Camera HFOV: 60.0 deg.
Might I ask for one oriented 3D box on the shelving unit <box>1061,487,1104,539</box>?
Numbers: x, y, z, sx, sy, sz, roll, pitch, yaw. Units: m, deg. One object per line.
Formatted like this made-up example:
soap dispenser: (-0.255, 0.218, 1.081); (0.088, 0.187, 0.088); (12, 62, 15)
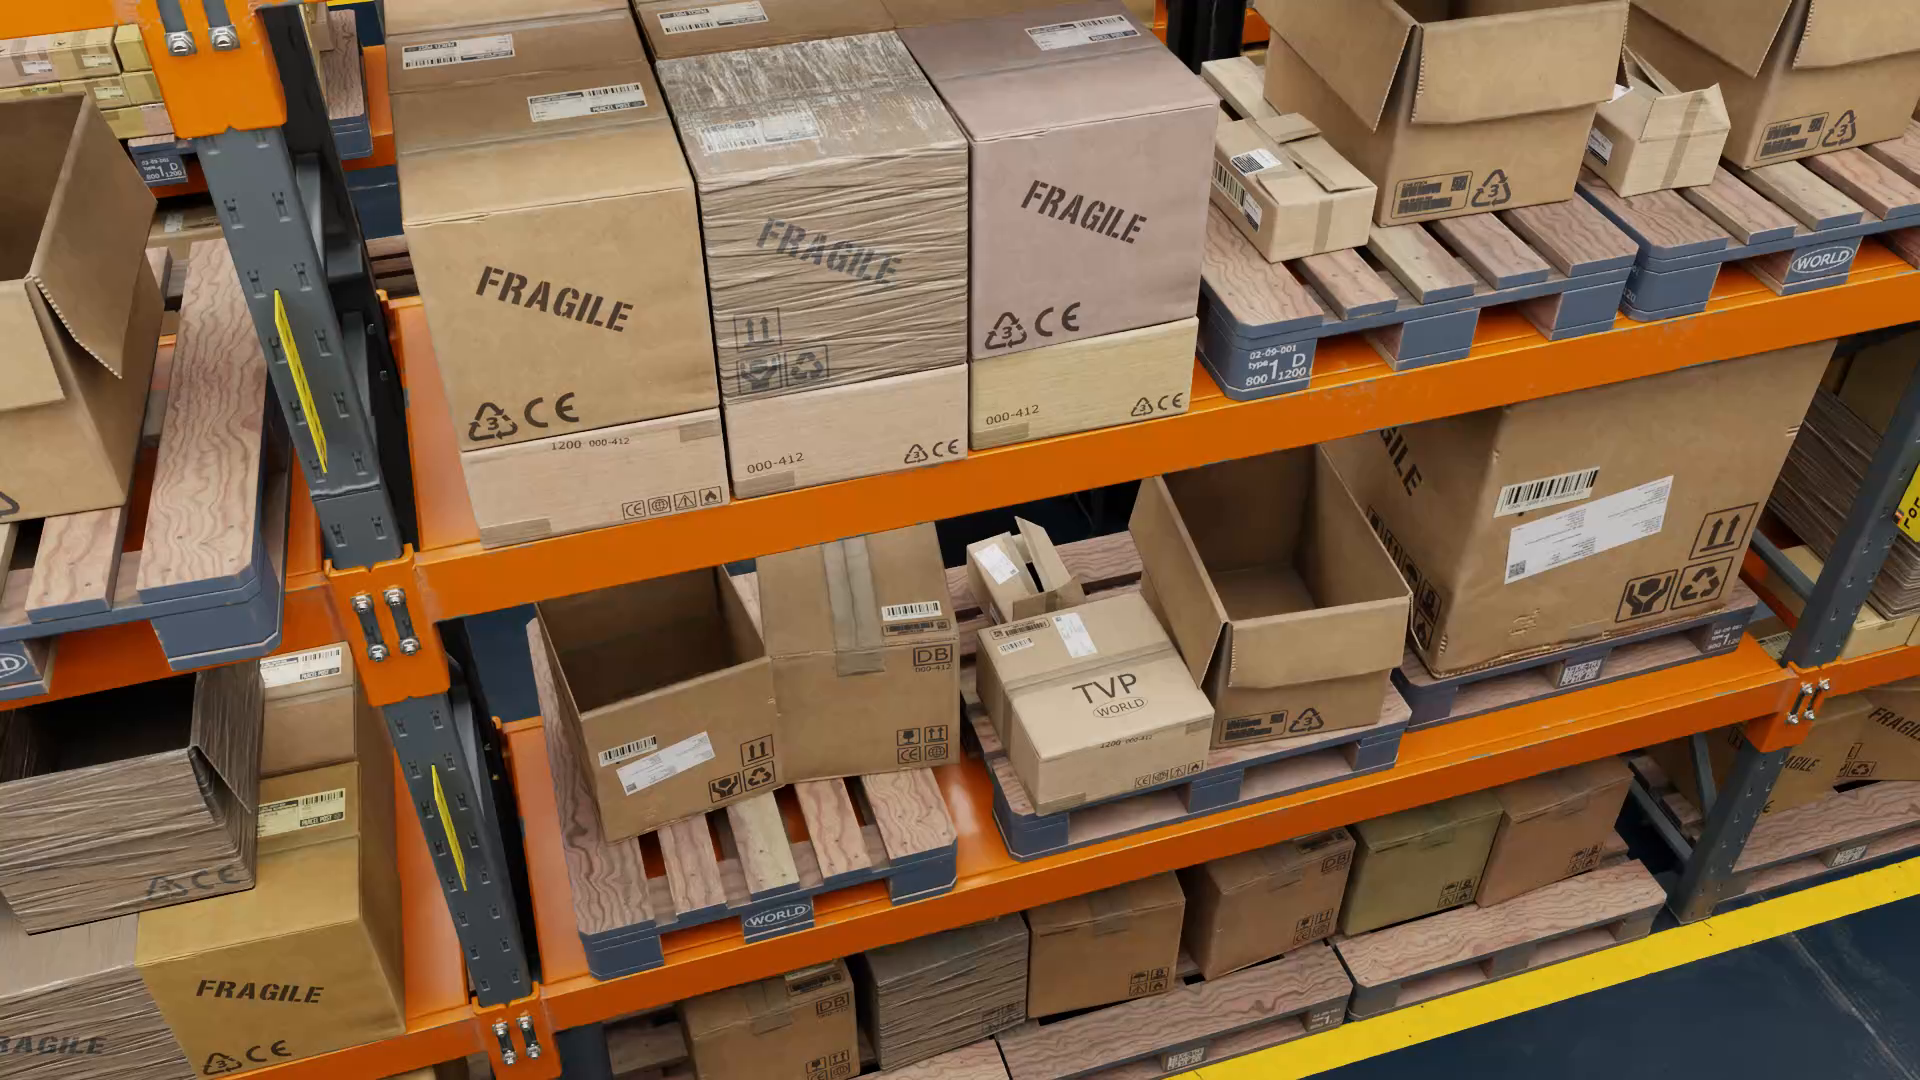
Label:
shelving unit: (0.057, -0.567, 7.109); (1.048, 1.500, 0.538); (-12, 43, -13)

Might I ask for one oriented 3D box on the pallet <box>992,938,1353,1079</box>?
pallet: (0.601, 1.390, 5.848); (1.213, 0.211, 1.003); (-12, 42, -13)

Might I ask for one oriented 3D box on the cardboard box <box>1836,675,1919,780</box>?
cardboard box: (3.447, 0.553, 6.268); (0.500, 0.500, 0.500); (1, 41, 1)

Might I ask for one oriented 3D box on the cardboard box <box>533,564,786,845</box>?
cardboard box: (-0.803, 0.404, 4.462); (0.500, 0.500, 0.500); (-17, 44, -18)

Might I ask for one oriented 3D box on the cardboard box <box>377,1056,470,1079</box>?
cardboard box: (-1.971, 1.497, 4.901); (0.875, 0.875, 1.225); (-14, 43, -15)

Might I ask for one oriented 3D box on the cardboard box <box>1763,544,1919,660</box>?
cardboard box: (2.804, 0.182, 5.302); (0.250, 0.149, 0.380); (-12, 42, -13)

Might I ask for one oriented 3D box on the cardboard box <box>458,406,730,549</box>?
cardboard box: (-0.782, -0.274, 3.468); (0.500, 0.250, 0.500); (-11, 42, -12)

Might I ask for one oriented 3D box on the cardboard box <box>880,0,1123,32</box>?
cardboard box: (0.036, -1.071, 3.810); (0.500, 0.500, 0.500); (-11, 42, -12)

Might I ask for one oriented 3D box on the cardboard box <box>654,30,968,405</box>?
cardboard box: (-0.296, -0.653, 3.331); (0.500, 0.500, 0.500); (-11, 42, -13)

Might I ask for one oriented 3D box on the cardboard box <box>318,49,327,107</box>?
cardboard box: (-3.032, -2.078, 7.570); (0.250, 0.149, 0.380); (-11, 42, -12)

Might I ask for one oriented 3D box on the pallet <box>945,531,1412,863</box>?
pallet: (0.570, 0.387, 5.022); (1.213, 0.211, 1.003); (-12, 42, -13)

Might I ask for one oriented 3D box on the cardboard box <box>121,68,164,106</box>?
cardboard box: (-3.538, -2.085, 7.352); (0.250, 0.149, 0.380); (-11, 42, -12)

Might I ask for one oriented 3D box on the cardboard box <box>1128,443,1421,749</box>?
cardboard box: (0.883, 0.145, 4.756); (0.637, 0.503, 0.797); (-8, 42, -9)

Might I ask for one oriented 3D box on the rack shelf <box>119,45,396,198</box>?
rack shelf: (-4.607, -1.734, 7.852); (4.000, 0.370, 1.077); (-12, 42, -13)

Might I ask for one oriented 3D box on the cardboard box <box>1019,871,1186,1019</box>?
cardboard box: (0.391, 1.129, 5.593); (0.500, 0.500, 0.700); (-8, 42, -9)

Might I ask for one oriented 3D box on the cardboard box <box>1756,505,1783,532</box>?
cardboard box: (2.626, -0.191, 5.729); (0.250, 0.149, 0.380); (-12, 42, -13)

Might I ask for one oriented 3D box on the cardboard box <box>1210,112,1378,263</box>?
cardboard box: (0.751, -0.825, 3.842); (0.250, 0.166, 0.380); (-13, 43, -14)

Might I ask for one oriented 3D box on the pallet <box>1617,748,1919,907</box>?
pallet: (3.139, 0.837, 6.481); (1.213, 0.211, 1.003); (-12, 42, -13)

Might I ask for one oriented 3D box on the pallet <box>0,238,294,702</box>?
pallet: (-1.904, -0.166, 3.373); (1.003, 0.211, 1.213); (-10, 42, -11)

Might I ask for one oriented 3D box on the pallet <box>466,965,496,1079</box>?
pallet: (-2.081, 1.891, 5.275); (1.213, 0.211, 1.003); (-12, 42, -13)

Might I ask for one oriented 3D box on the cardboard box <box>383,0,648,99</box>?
cardboard box: (-0.926, -0.875, 3.585); (0.500, 0.500, 0.500); (-11, 42, -12)

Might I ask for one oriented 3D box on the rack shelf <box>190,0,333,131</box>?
rack shelf: (0.601, -1.501, 3.329); (4.000, 0.370, 1.077); (-12, 42, -13)

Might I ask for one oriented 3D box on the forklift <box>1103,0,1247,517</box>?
forklift: (1.705, -1.981, 7.639); (3.031, 2.935, 1.130); (-29, 49, -29)

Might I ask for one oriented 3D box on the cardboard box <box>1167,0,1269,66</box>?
cardboard box: (1.736, -2.629, 9.625); (0.875, 0.875, 0.875); (-11, 42, -12)

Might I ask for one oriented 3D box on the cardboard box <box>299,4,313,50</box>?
cardboard box: (-3.030, -2.304, 7.376); (0.250, 0.149, 0.380); (-13, 43, -15)

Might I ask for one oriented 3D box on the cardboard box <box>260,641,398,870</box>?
cardboard box: (-1.852, 0.620, 4.534); (0.500, 0.500, 0.500); (-11, 42, -12)

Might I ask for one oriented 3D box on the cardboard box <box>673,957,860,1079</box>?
cardboard box: (-0.673, 1.363, 5.325); (0.500, 0.500, 0.700); (-14, 43, -15)

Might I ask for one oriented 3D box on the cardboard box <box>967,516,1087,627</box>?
cardboard box: (0.203, 0.126, 4.959); (0.258, 0.266, 0.396); (-13, 43, -14)

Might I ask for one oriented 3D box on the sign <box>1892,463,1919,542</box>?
sign: (2.679, -0.147, 4.608); (0.005, 0.325, 0.100); (-12, 42, -13)

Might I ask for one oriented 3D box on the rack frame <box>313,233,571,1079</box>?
rack frame: (-1.306, 0.732, 4.482); (0.127, 3.000, 1.000); (-12, 42, -13)

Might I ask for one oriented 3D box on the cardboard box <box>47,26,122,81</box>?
cardboard box: (-3.773, -2.148, 7.198); (0.250, 0.149, 0.380); (-11, 42, -12)

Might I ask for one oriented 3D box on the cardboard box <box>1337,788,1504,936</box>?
cardboard box: (1.456, 0.908, 5.846); (0.500, 0.500, 0.700); (-12, 43, -13)

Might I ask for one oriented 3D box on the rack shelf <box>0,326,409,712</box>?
rack shelf: (-3.214, 0.269, 3.279); (4.000, 0.370, 1.077); (-12, 42, -13)

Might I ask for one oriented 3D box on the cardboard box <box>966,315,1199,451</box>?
cardboard box: (0.196, -0.483, 3.707); (0.500, 0.250, 0.500); (-11, 42, -12)

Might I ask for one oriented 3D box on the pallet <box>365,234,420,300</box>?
pallet: (-3.446, -1.197, 8.809); (1.213, 0.211, 1.003); (-12, 42, -13)

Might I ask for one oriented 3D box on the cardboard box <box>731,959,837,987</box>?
cardboard box: (-0.676, 1.074, 5.086); (0.500, 0.250, 0.500); (-10, 42, -11)

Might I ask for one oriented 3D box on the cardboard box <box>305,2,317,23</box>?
cardboard box: (-3.221, -2.607, 7.949); (0.250, 0.149, 0.380); (-10, 42, -11)

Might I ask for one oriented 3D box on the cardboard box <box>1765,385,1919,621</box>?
cardboard box: (2.957, -0.258, 5.313); (0.500, 0.500, 0.875); (-12, 42, -13)

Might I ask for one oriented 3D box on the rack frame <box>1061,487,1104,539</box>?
rack frame: (0.542, -0.669, 7.225); (0.032, 1.500, 0.500); (-12, 43, -13)

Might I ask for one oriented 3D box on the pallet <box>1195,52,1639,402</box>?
pallet: (0.900, -0.855, 4.162); (1.003, 0.211, 1.213); (-12, 42, -13)

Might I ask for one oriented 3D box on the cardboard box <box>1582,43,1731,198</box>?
cardboard box: (1.642, -1.047, 4.021); (0.258, 0.266, 0.396); (-10, 42, -12)

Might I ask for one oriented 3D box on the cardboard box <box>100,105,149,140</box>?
cardboard box: (-3.754, -1.932, 7.403); (0.250, 0.149, 0.380); (-12, 43, -14)

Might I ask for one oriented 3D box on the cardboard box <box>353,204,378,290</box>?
cardboard box: (-3.249, -1.323, 8.415); (0.500, 0.500, 0.500); (-12, 43, -13)

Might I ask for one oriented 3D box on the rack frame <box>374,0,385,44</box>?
rack frame: (-2.700, -2.401, 8.067); (0.127, 3.000, 1.000); (-12, 42, -13)

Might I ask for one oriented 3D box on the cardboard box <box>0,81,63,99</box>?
cardboard box: (-4.015, -1.988, 7.241); (0.250, 0.149, 0.380); (-12, 43, -13)

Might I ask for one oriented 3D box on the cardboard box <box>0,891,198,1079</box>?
cardboard box: (-2.180, 1.042, 4.051); (0.500, 0.500, 0.500); (-12, 43, -13)

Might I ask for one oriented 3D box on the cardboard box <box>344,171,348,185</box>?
cardboard box: (-3.430, -1.915, 8.523); (0.500, 0.250, 0.500); (-14, 43, -15)

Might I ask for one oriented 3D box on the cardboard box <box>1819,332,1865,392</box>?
cardboard box: (2.856, -0.846, 5.226); (0.500, 0.500, 0.500); (-12, 42, -13)

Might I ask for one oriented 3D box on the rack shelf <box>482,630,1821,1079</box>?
rack shelf: (0.601, 0.608, 5.171); (4.000, 0.370, 1.077); (-12, 42, -13)

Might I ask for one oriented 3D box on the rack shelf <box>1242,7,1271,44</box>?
rack shelf: (3.023, -3.315, 9.661); (4.000, 0.370, 1.077); (-12, 42, -13)
